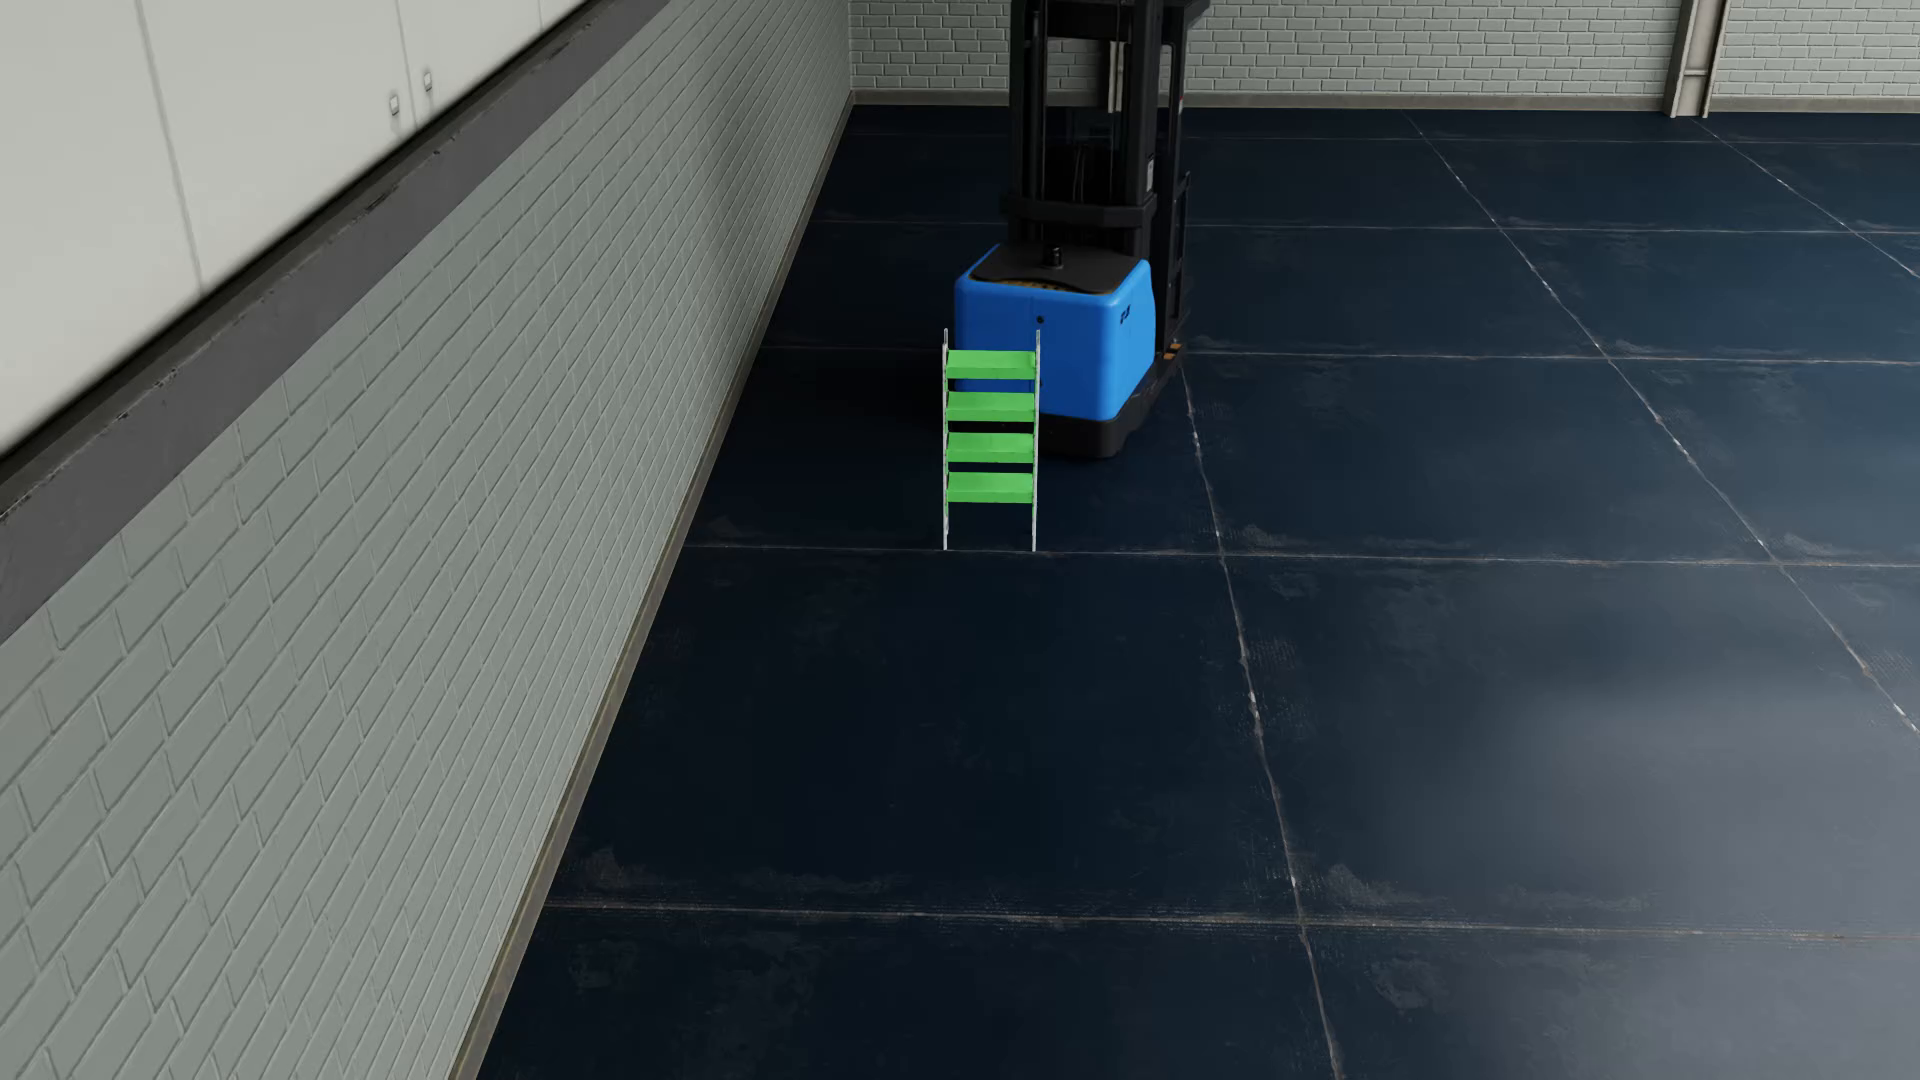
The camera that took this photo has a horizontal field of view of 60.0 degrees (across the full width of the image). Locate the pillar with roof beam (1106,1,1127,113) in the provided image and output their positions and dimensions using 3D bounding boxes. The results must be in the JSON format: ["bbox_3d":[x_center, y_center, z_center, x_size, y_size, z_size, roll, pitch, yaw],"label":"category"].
[{"bbox_3d":[1.643,-6.646,12.180,0.400,9.000,9.100,1,28,2],"label":"pillar with roof beam"}]

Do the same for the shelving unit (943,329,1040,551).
[{"bbox_3d":[0.165,-0.527,8.964,0.503,1.200,0.258,1,28,2],"label":"shelving unit"}]

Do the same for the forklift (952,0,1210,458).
[{"bbox_3d":[0.928,-2.460,10.762,1.130,2.935,3.031,10,29,17],"label":"forklift"}]

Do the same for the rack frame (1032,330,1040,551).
[{"bbox_3d":[0.409,-0.523,8.956,0.015,1.200,0.240,1,28,2],"label":"rack frame"}]

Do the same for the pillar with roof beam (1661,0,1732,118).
[{"bbox_3d":[7.640,-6.547,11.992,0.400,9.000,9.100,1,28,2],"label":"pillar with roof beam"}]

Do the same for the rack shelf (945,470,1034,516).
[{"bbox_3d":[0.165,-0.259,9.106,0.480,0.148,0.258,1,28,2],"label":"rack shelf"}]

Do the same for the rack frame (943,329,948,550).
[{"bbox_3d":[-0.078,-0.531,8.971,0.015,1.200,0.240,1,28,2],"label":"rack frame"}]

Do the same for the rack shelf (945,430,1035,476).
[{"bbox_3d":[0.165,-0.471,8.994,0.480,0.148,0.258,1,28,2],"label":"rack shelf"}]

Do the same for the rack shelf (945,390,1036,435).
[{"bbox_3d":[0.165,-0.683,8.881,0.480,0.148,0.258,1,28,2],"label":"rack shelf"}]

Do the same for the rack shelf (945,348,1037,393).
[{"bbox_3d":[0.165,-0.895,8.769,0.480,0.148,0.258,1,28,2],"label":"rack shelf"}]
